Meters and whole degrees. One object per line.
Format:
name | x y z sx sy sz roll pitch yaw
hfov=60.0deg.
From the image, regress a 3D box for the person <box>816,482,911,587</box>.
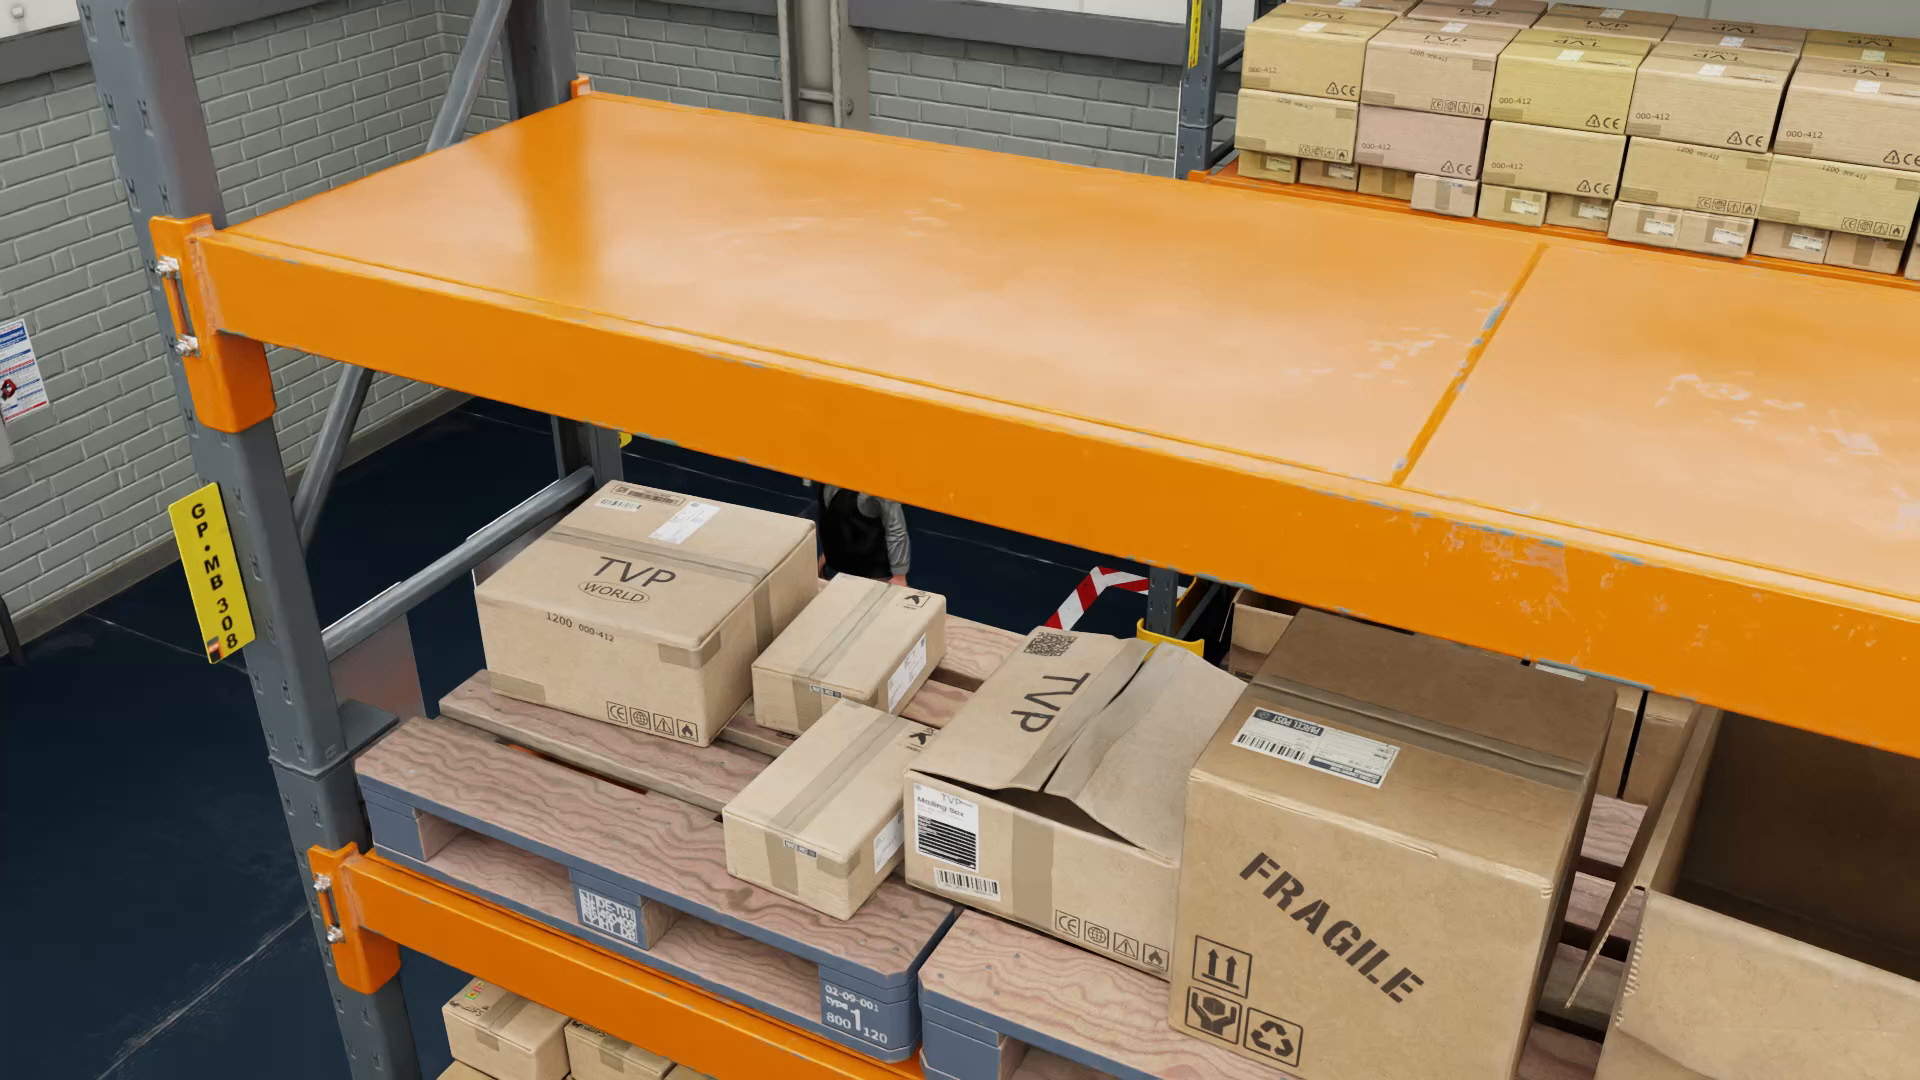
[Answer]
person | -0.442 0.145 8.086 0.524 1.758 0.576 -18 34 -28
